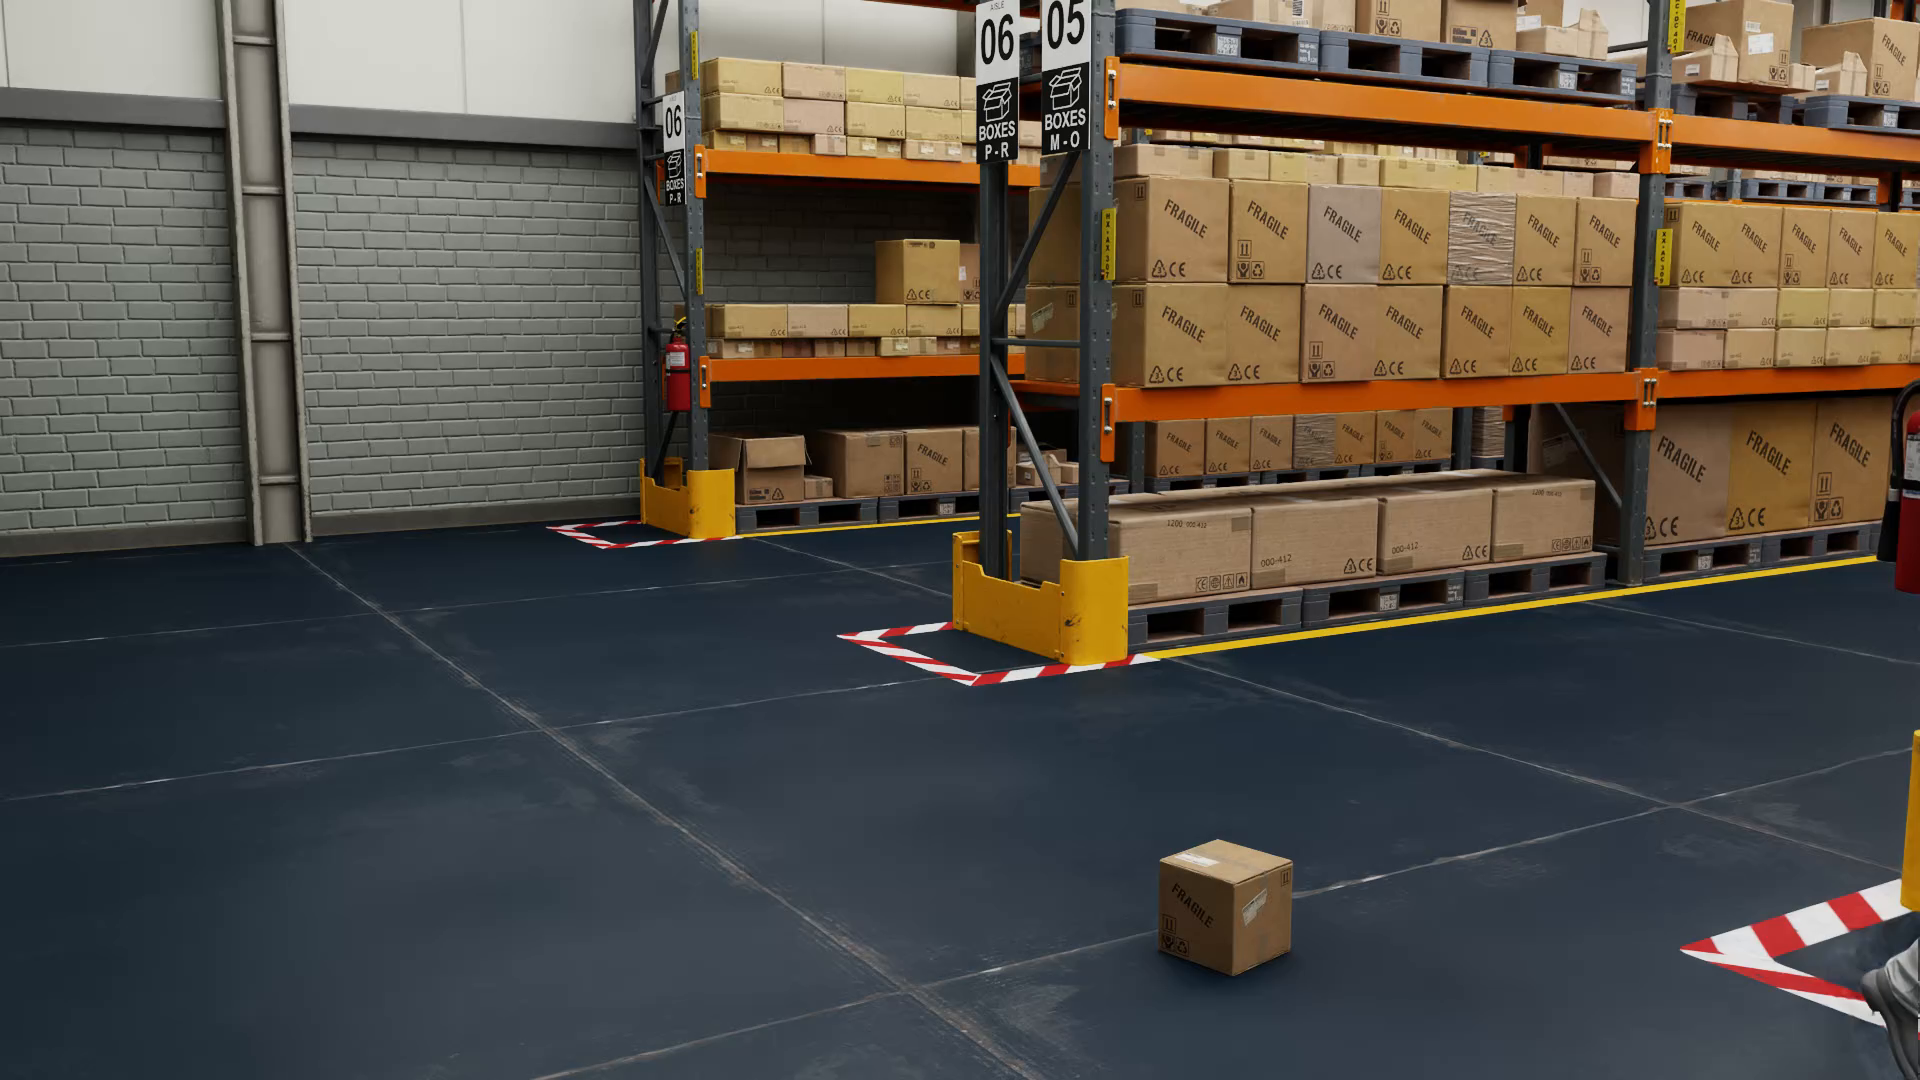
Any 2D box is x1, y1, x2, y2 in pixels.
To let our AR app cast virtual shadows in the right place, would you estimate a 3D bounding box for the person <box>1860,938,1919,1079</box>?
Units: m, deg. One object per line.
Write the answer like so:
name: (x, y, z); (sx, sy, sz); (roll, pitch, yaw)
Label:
person: (2.145, 0.310, 3.328); (0.494, 1.780, 0.594); (7, 11, 41)
